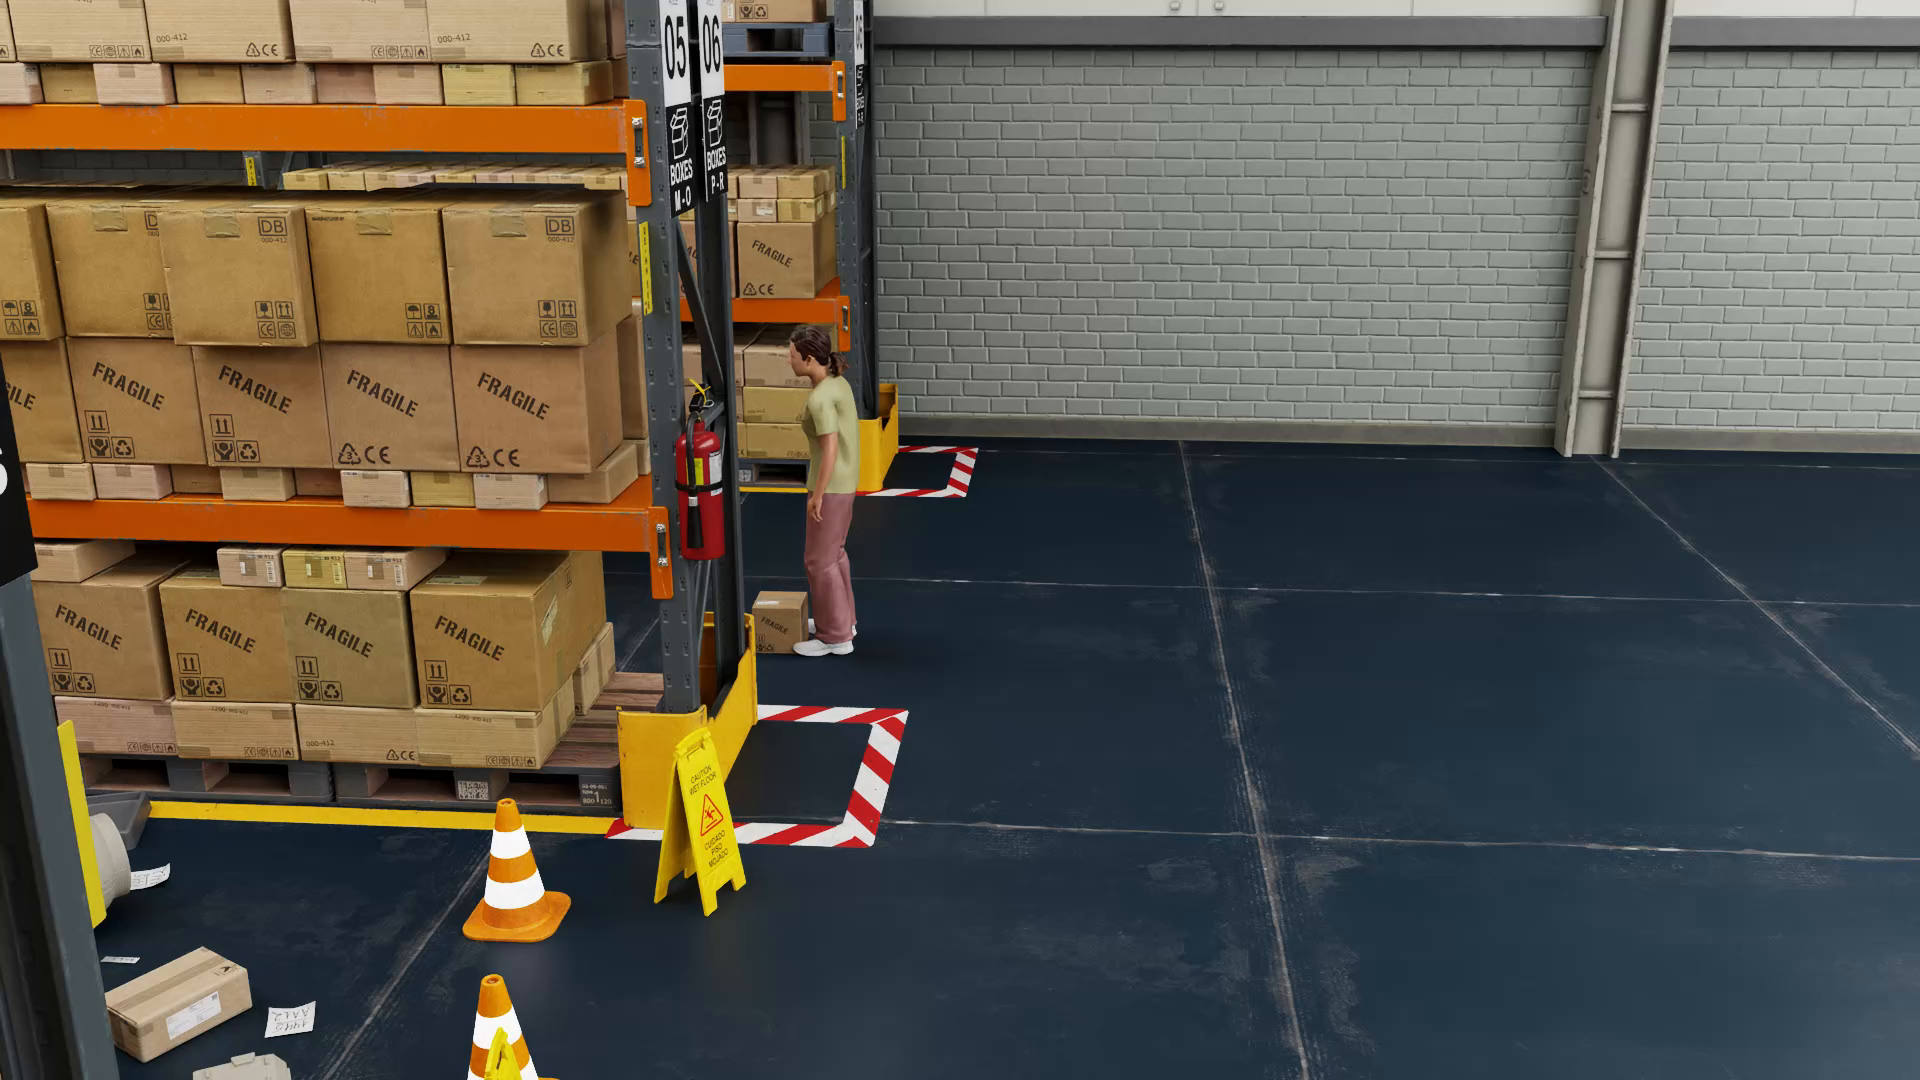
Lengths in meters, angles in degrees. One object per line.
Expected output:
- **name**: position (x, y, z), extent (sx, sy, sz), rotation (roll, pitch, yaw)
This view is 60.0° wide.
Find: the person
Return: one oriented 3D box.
- **person**: position (-0.678, -0.252, 8.346), extent (0.356, 1.673, 0.499), rotation (1, 18, 4)
